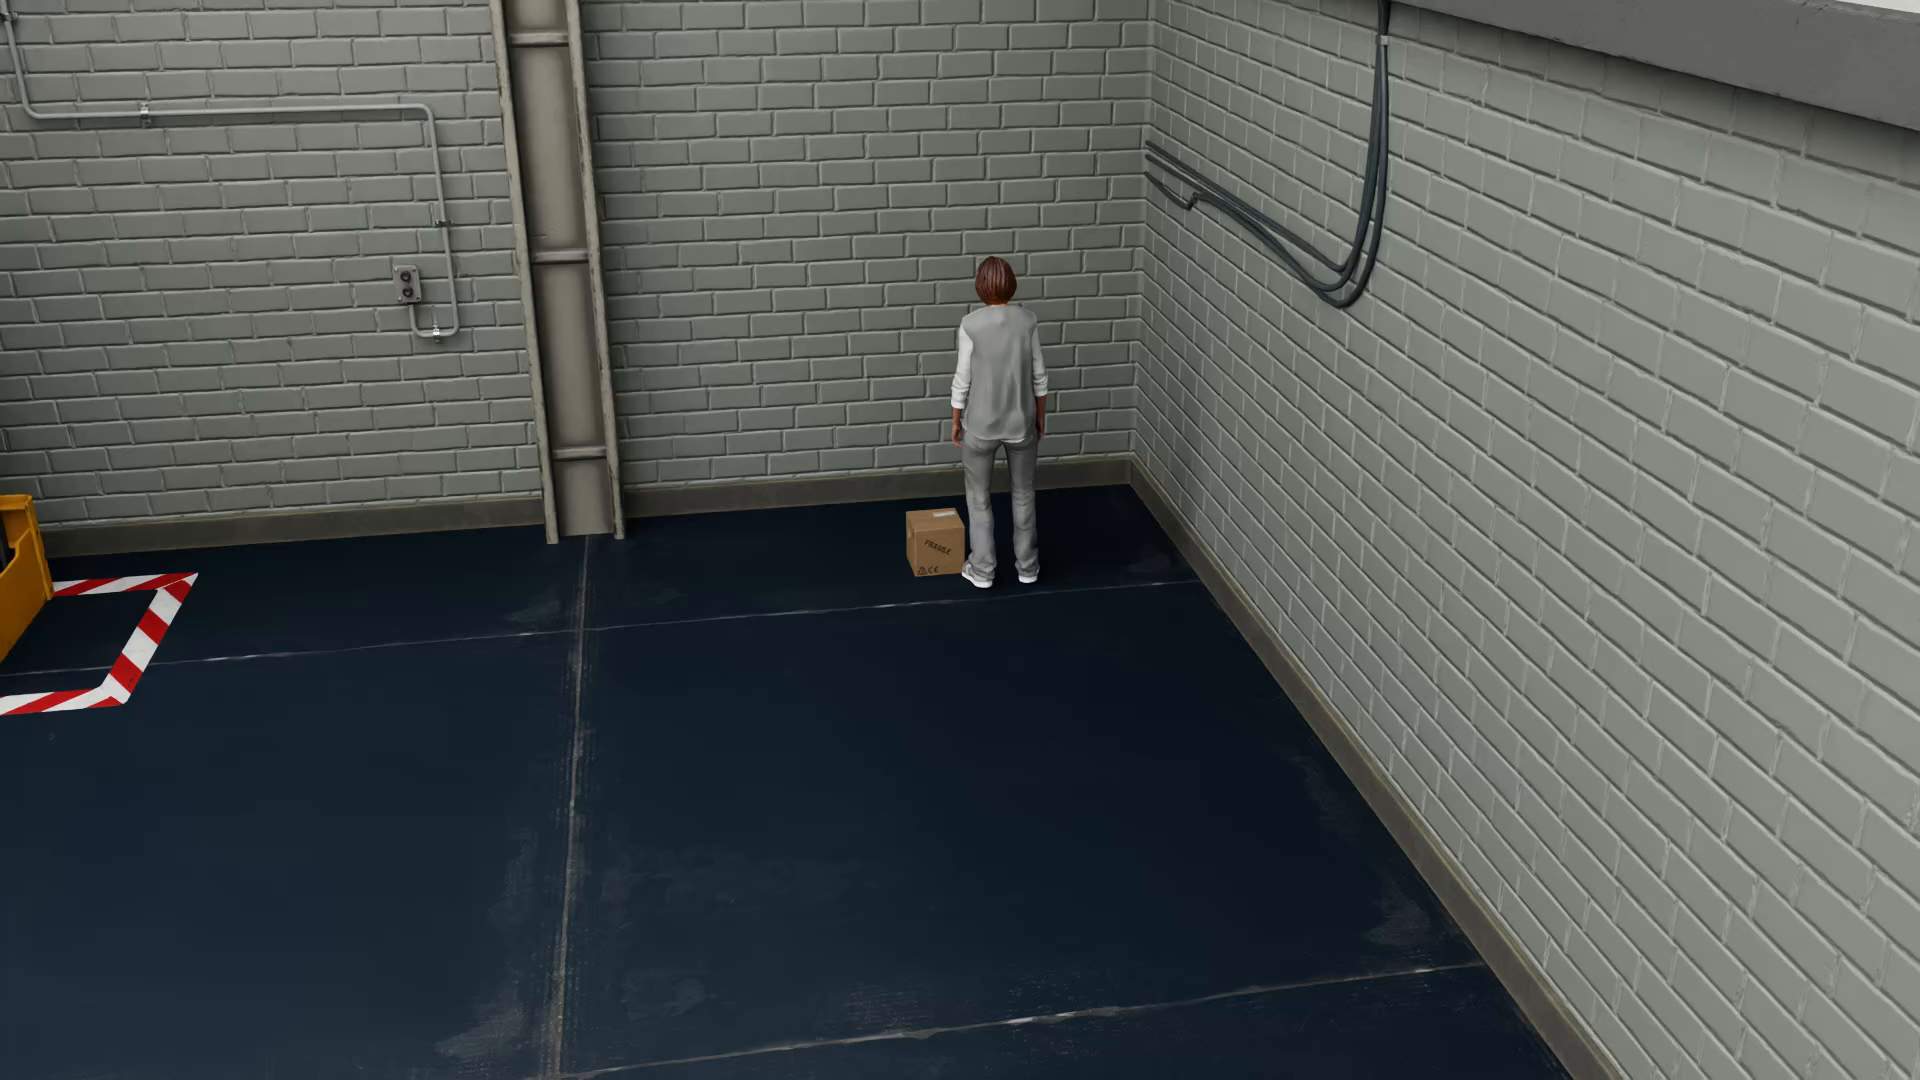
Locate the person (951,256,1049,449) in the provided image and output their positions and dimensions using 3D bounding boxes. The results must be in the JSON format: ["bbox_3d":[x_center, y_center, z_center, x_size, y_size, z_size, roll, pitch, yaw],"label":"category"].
[{"bbox_3d":[0.181,-0.849,7.698,0.459,0.908,0.326,-4,24,-9],"label":"person"}]
